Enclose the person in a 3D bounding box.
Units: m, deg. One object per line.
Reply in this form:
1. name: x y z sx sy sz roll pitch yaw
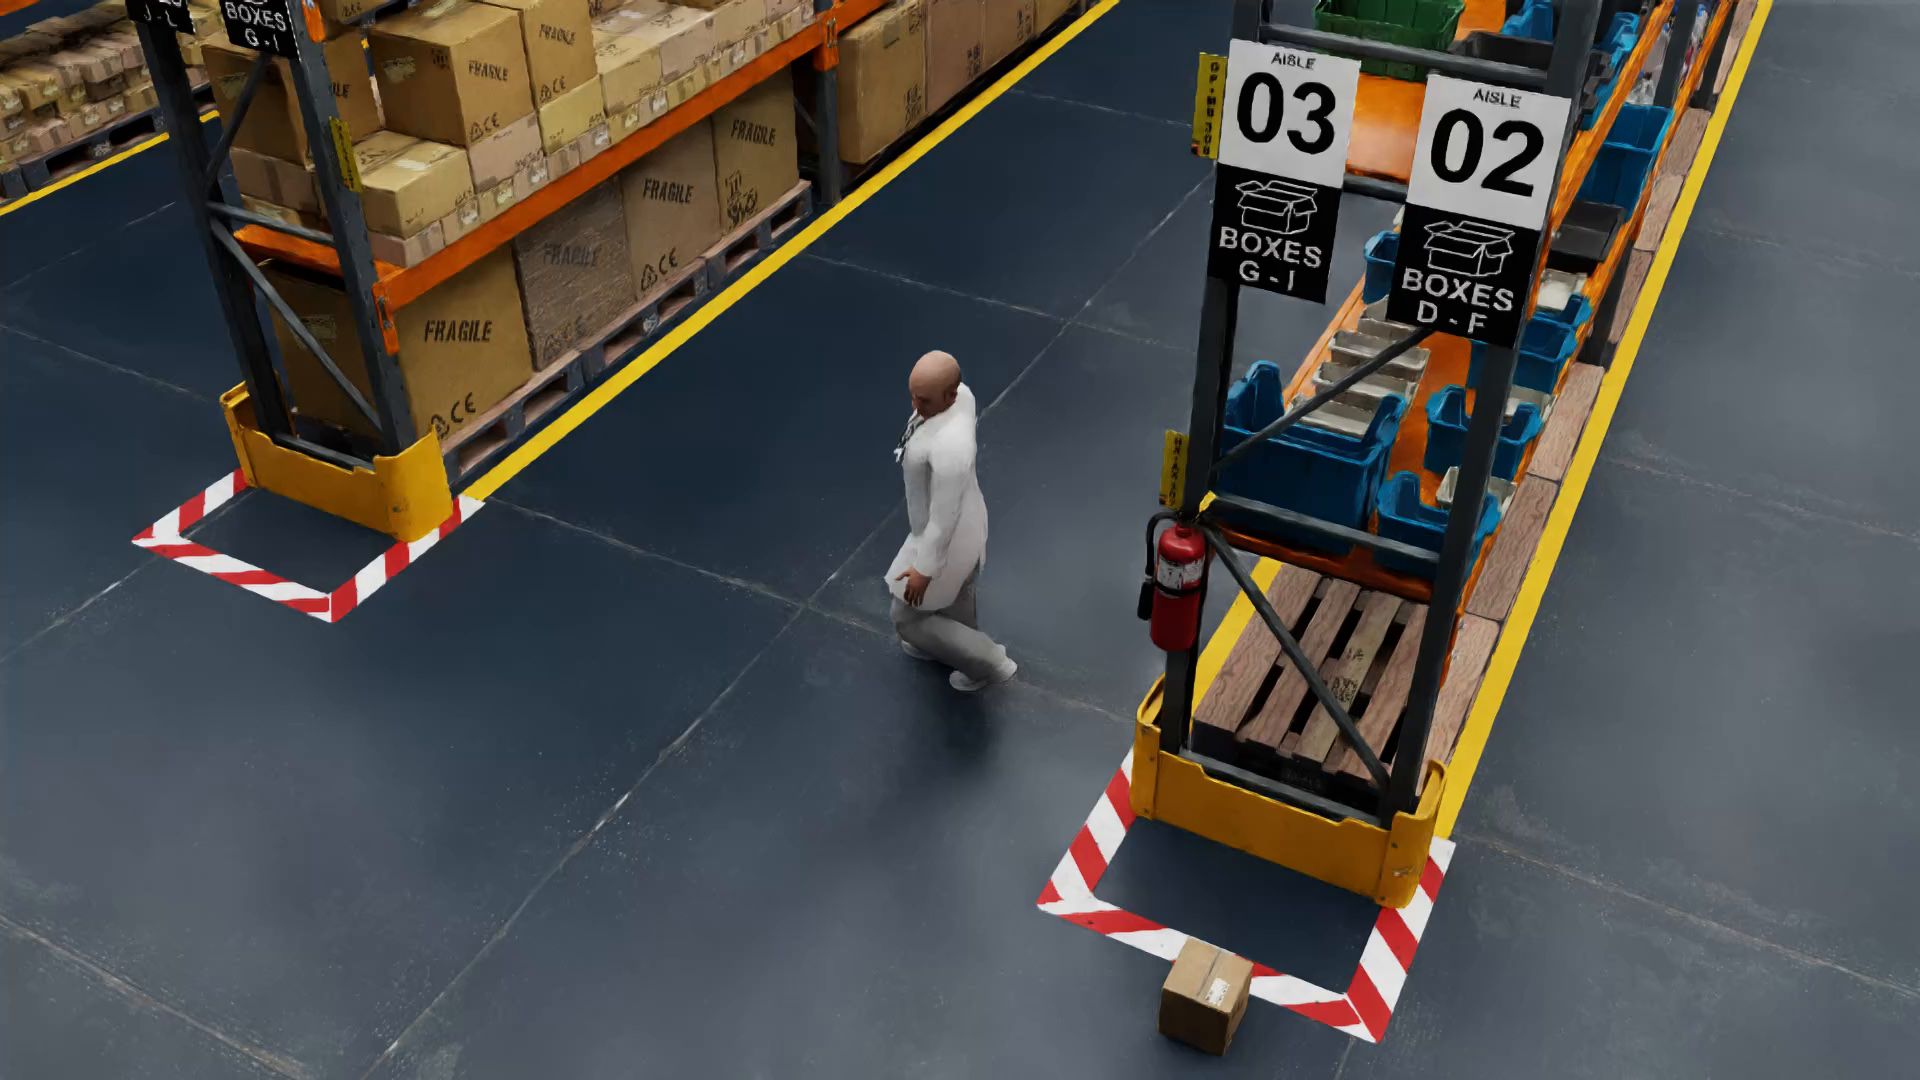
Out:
1. person: -0.025 -0.025 6.780 0.555 1.761 0.640 3 38 4
